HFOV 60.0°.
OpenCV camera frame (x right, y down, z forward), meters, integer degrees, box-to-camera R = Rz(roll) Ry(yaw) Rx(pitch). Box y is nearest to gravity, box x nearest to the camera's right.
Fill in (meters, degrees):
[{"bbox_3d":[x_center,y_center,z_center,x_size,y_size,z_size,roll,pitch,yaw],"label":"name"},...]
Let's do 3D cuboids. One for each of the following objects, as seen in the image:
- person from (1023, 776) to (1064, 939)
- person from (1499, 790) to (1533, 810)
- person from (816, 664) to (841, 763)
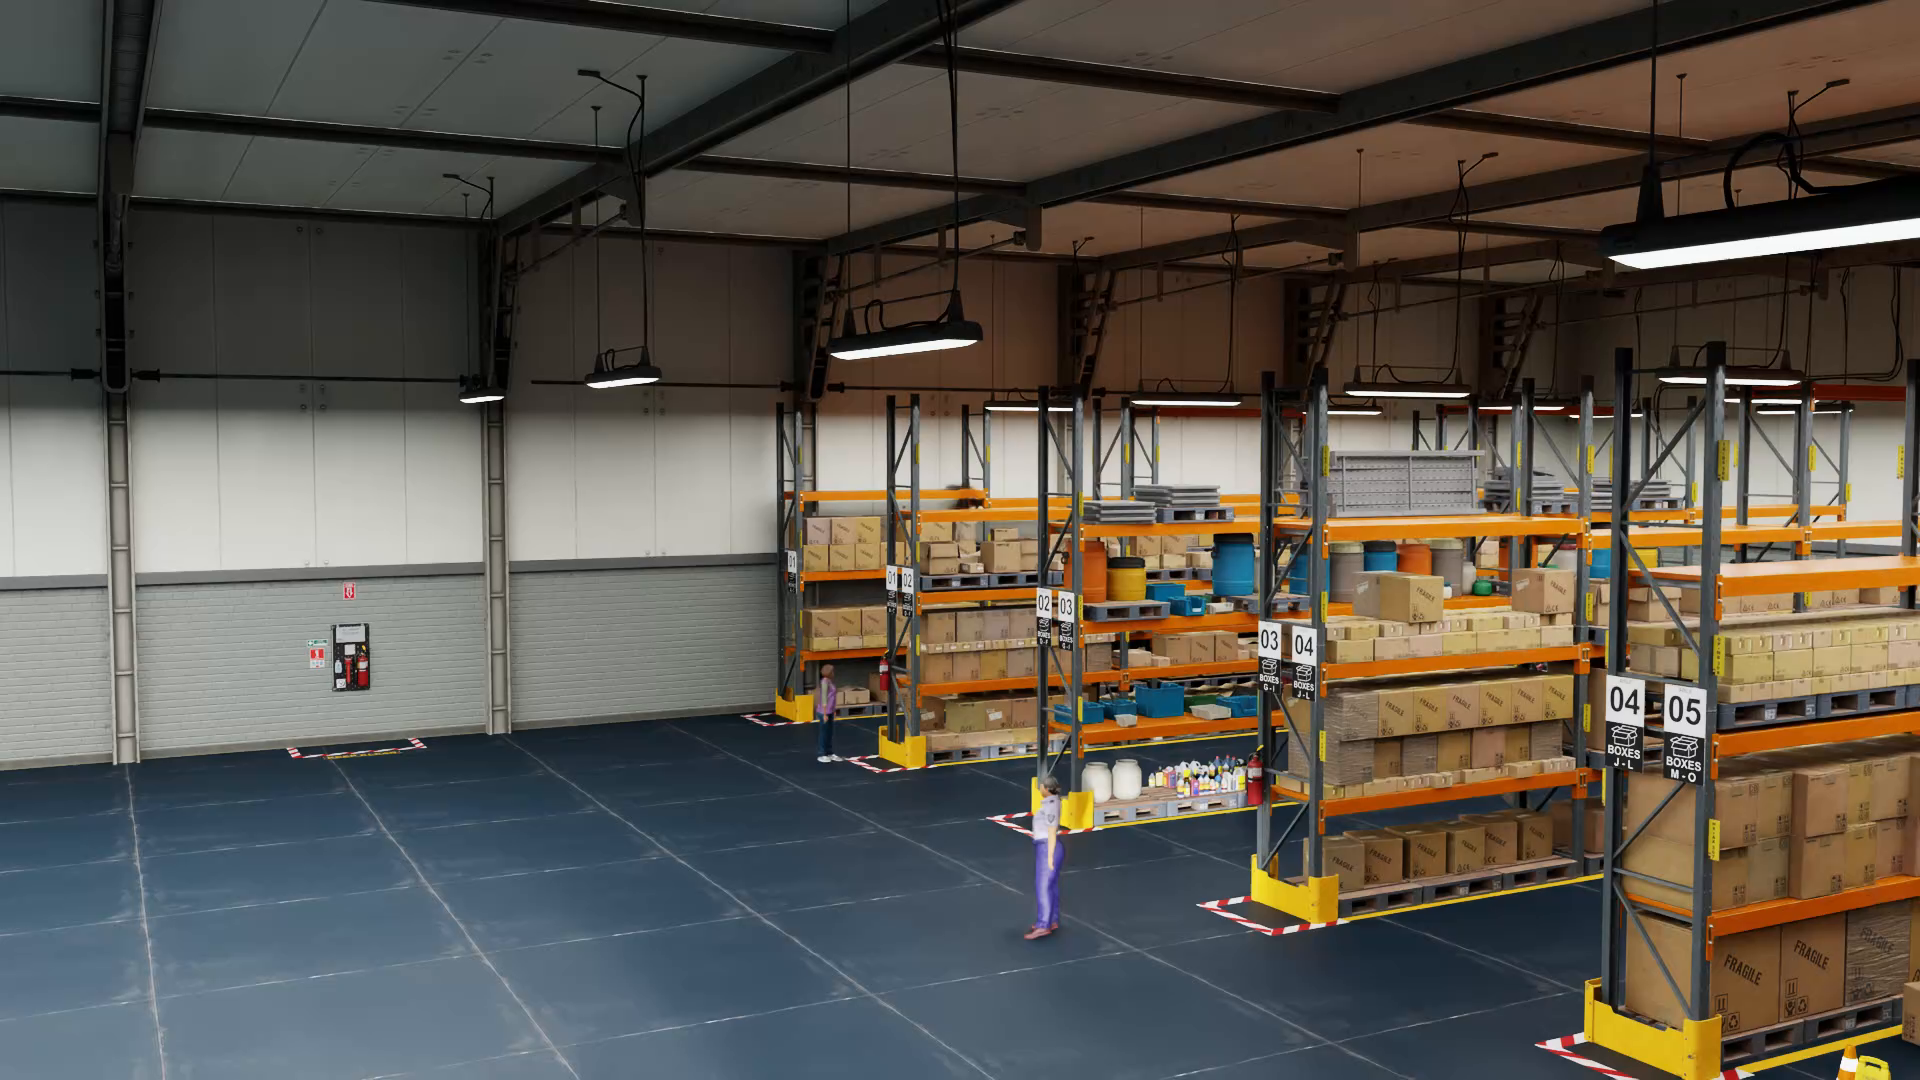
[{"bbox_3d":[0.879,3.346,17.652,0.396,1.669,0.591,0,3,4],"label":"person"},{"bbox_3d":[7.385,3.029,22.150,0.710,1.787,0.605,0,3,-8],"label":"person"},{"bbox_3d":[-2.160,2.830,27.149,0.377,1.611,0.432,0,3,8],"label":"person"}]
